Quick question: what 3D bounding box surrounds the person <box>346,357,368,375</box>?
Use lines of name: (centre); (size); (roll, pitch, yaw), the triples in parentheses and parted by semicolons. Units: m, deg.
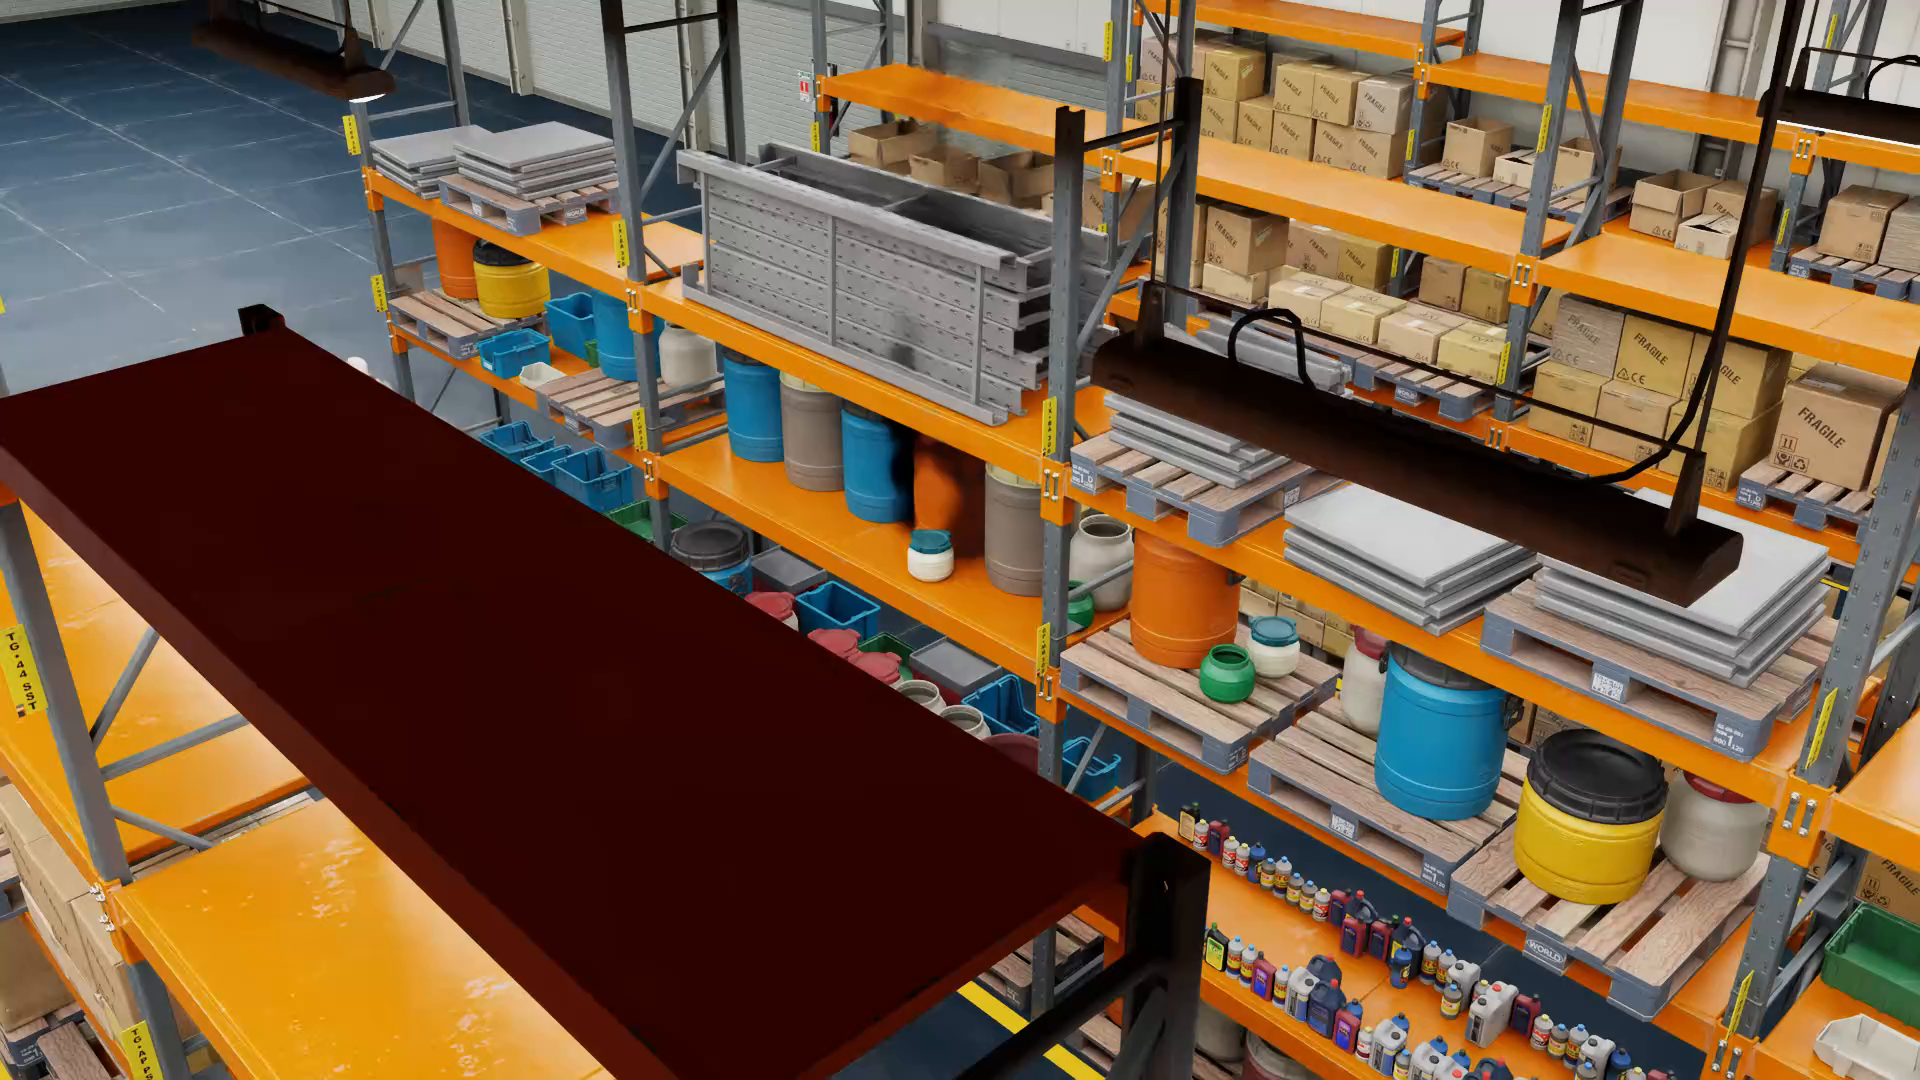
person: (-6.038, -1.030, 16.896); (0.974, 1.775, 0.695); (-4, 28, -7)
